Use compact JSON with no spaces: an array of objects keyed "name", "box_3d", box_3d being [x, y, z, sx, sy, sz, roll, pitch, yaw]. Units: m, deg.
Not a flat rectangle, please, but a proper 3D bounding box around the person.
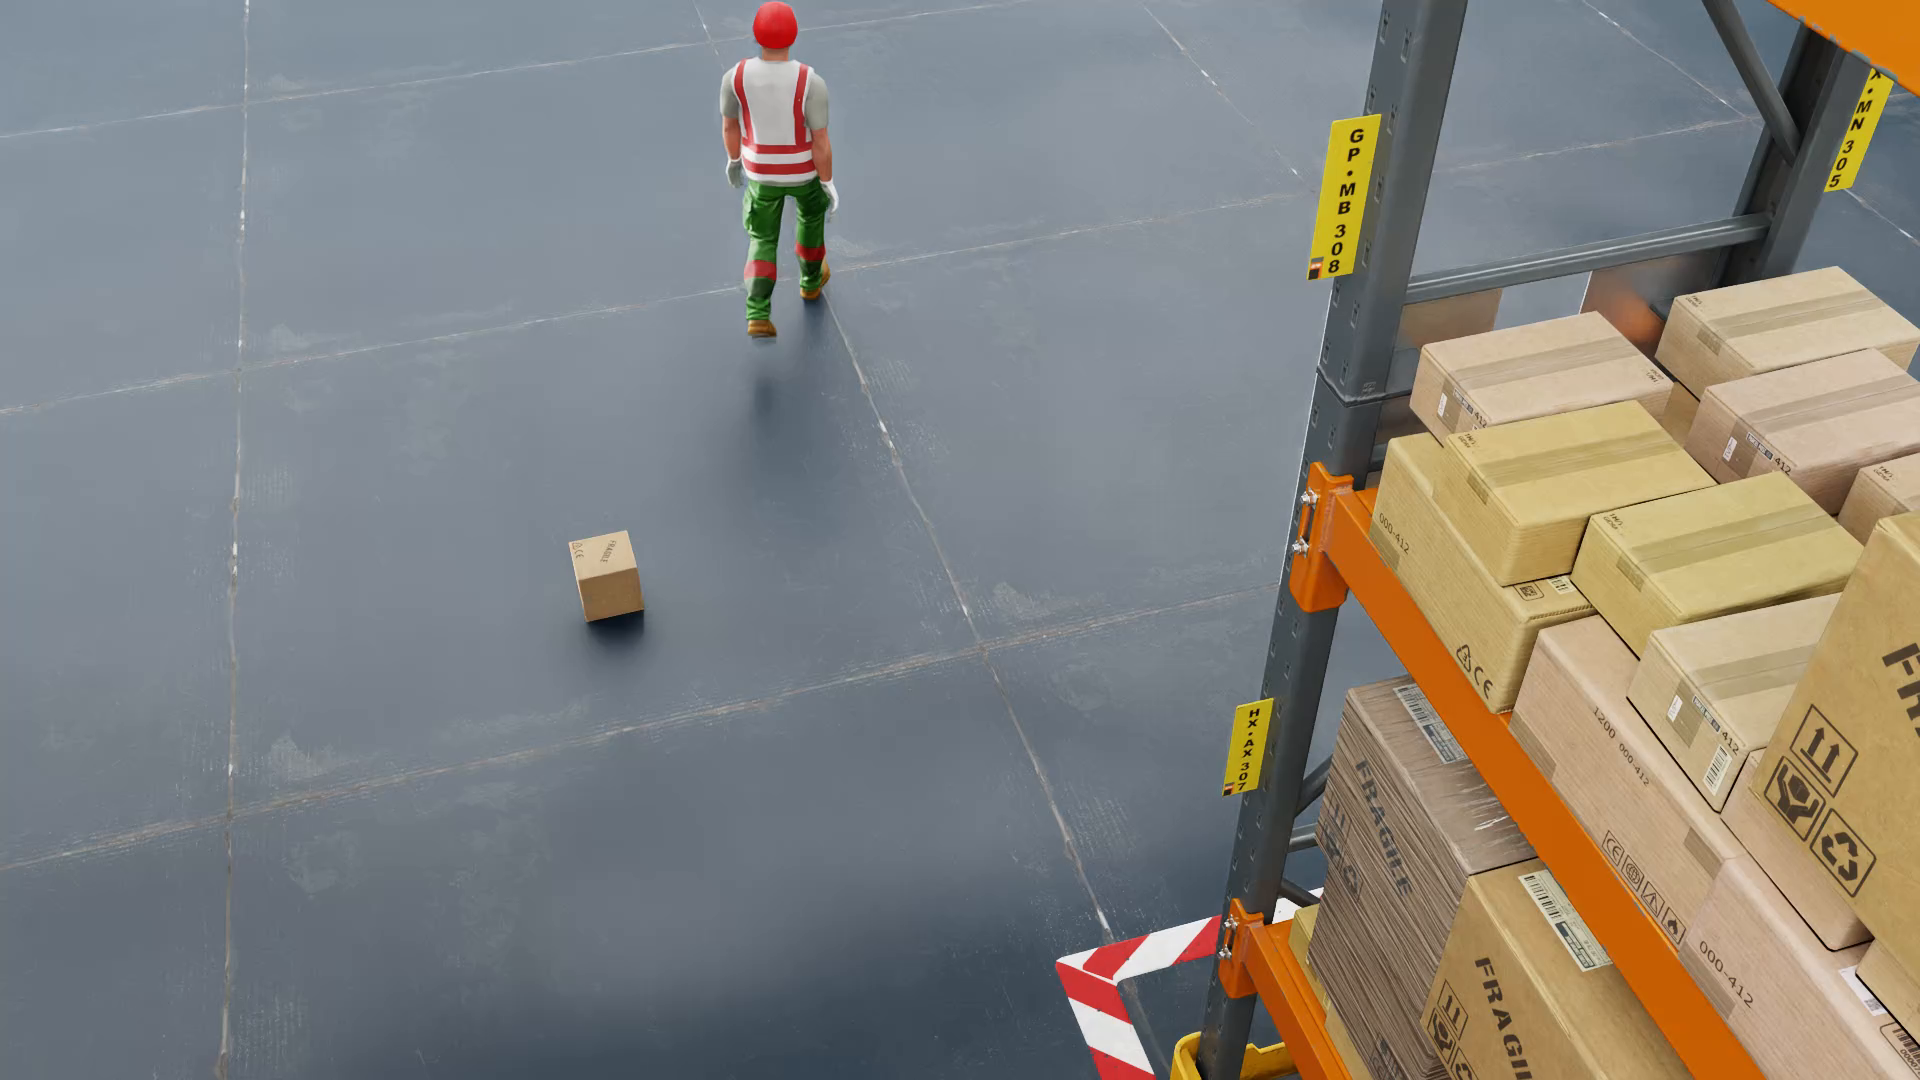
[{"name":"person","box_3d":[-0.881,-1.808,8.161,0.579,1.750,0.957,2,42,3]}]
